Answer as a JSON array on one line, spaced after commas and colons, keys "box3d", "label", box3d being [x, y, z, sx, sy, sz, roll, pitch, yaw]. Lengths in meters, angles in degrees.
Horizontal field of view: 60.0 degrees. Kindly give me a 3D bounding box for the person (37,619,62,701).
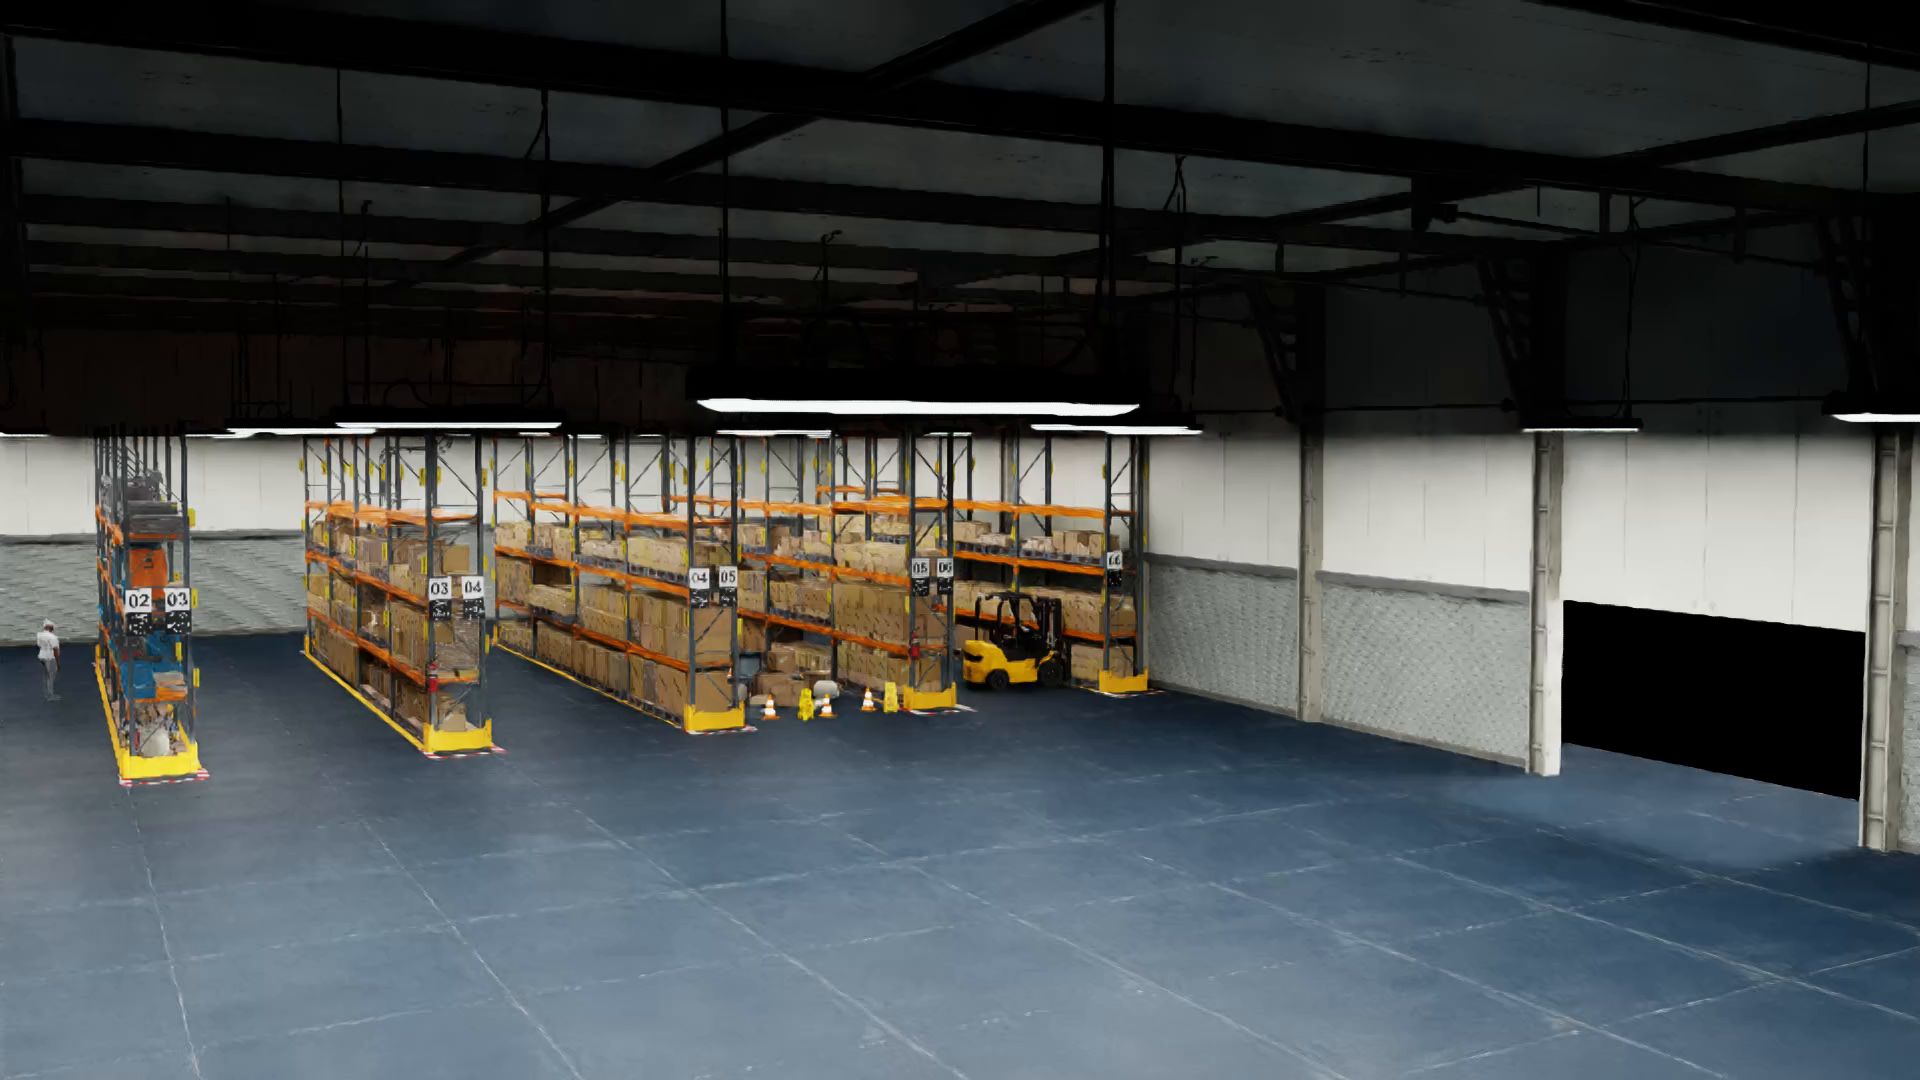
[{"box3d": [-19.948, 2.612, 36.503, 0.632, 1.768, 0.452, 2, 4, 30], "label": "person"}]
